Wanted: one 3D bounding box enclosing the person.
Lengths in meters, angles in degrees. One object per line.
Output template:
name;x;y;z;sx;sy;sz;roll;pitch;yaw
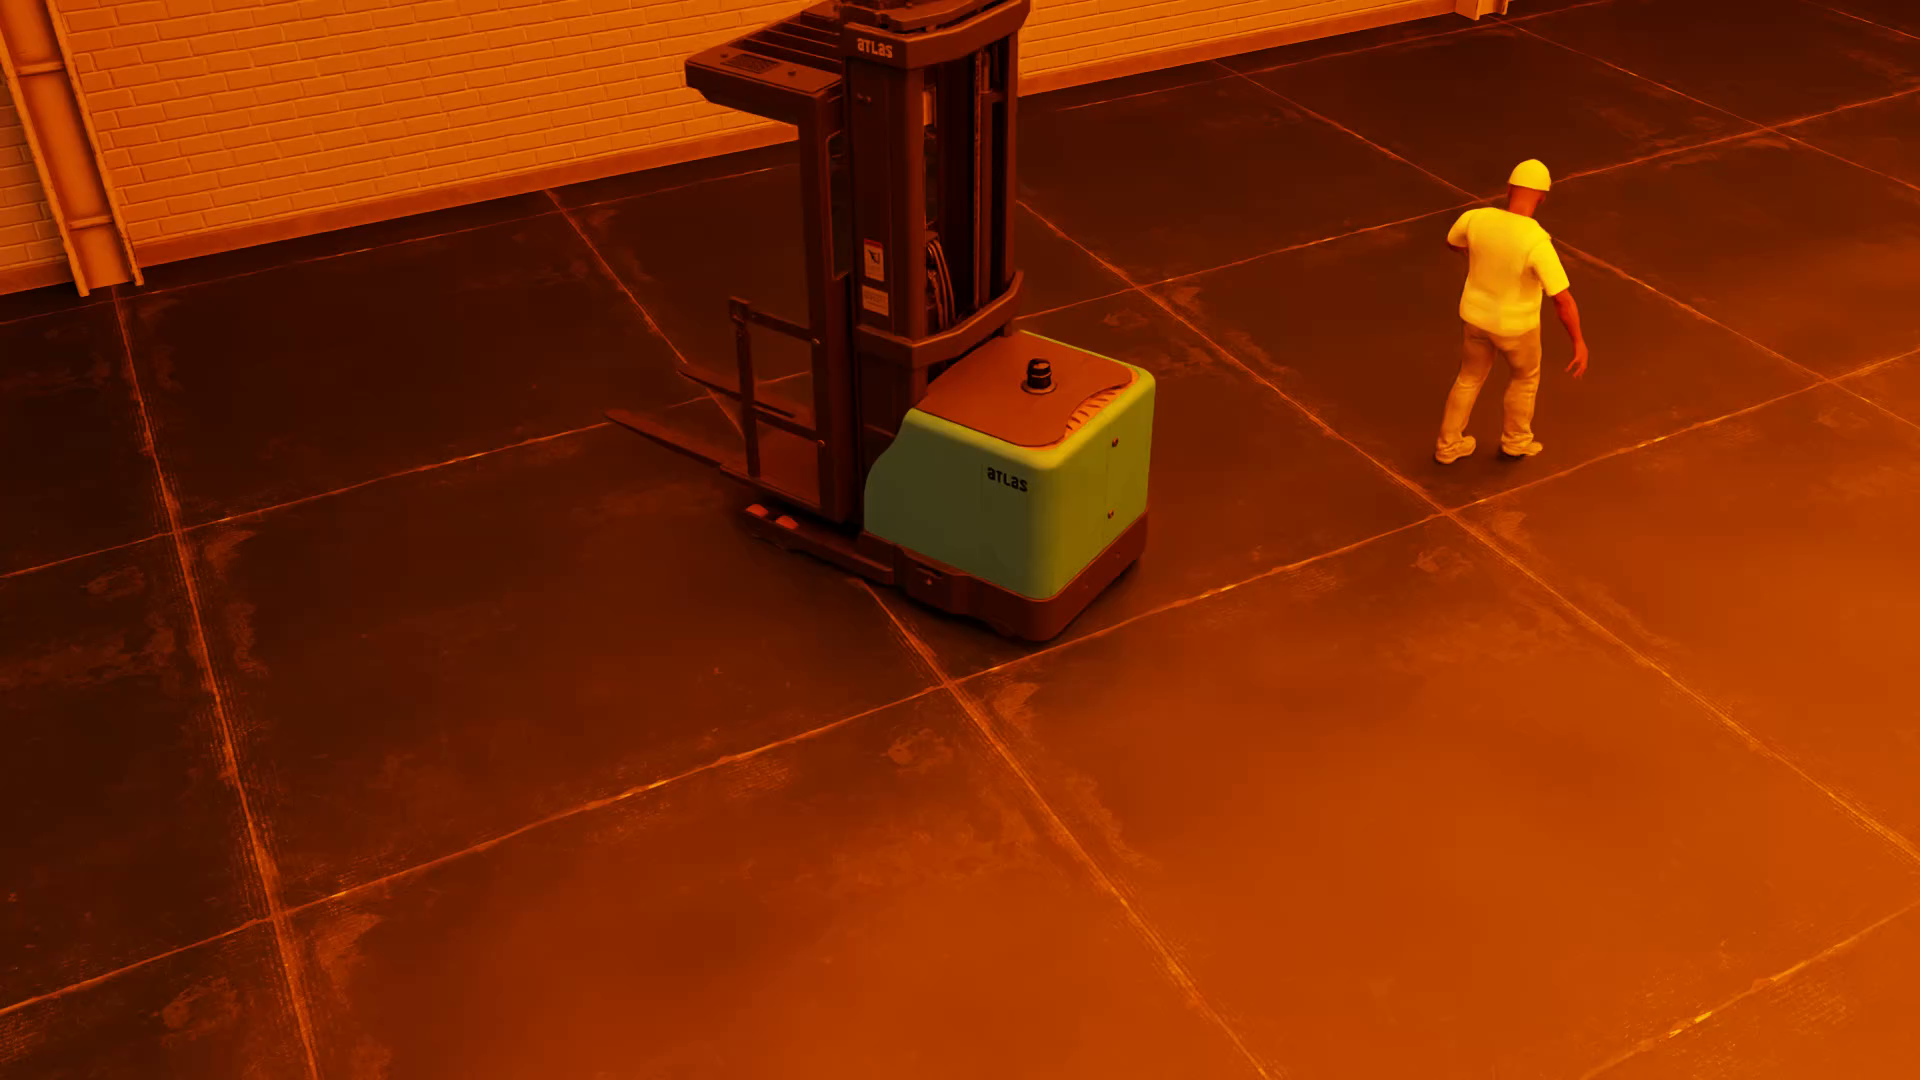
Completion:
person;2.967;-1.192;8.877;0.656;1.780;1.048;-24;42;-30

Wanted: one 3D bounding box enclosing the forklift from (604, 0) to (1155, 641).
forklift;-0.552;-1.380;8.076;3.031;2.935;1.130;22;41;28
